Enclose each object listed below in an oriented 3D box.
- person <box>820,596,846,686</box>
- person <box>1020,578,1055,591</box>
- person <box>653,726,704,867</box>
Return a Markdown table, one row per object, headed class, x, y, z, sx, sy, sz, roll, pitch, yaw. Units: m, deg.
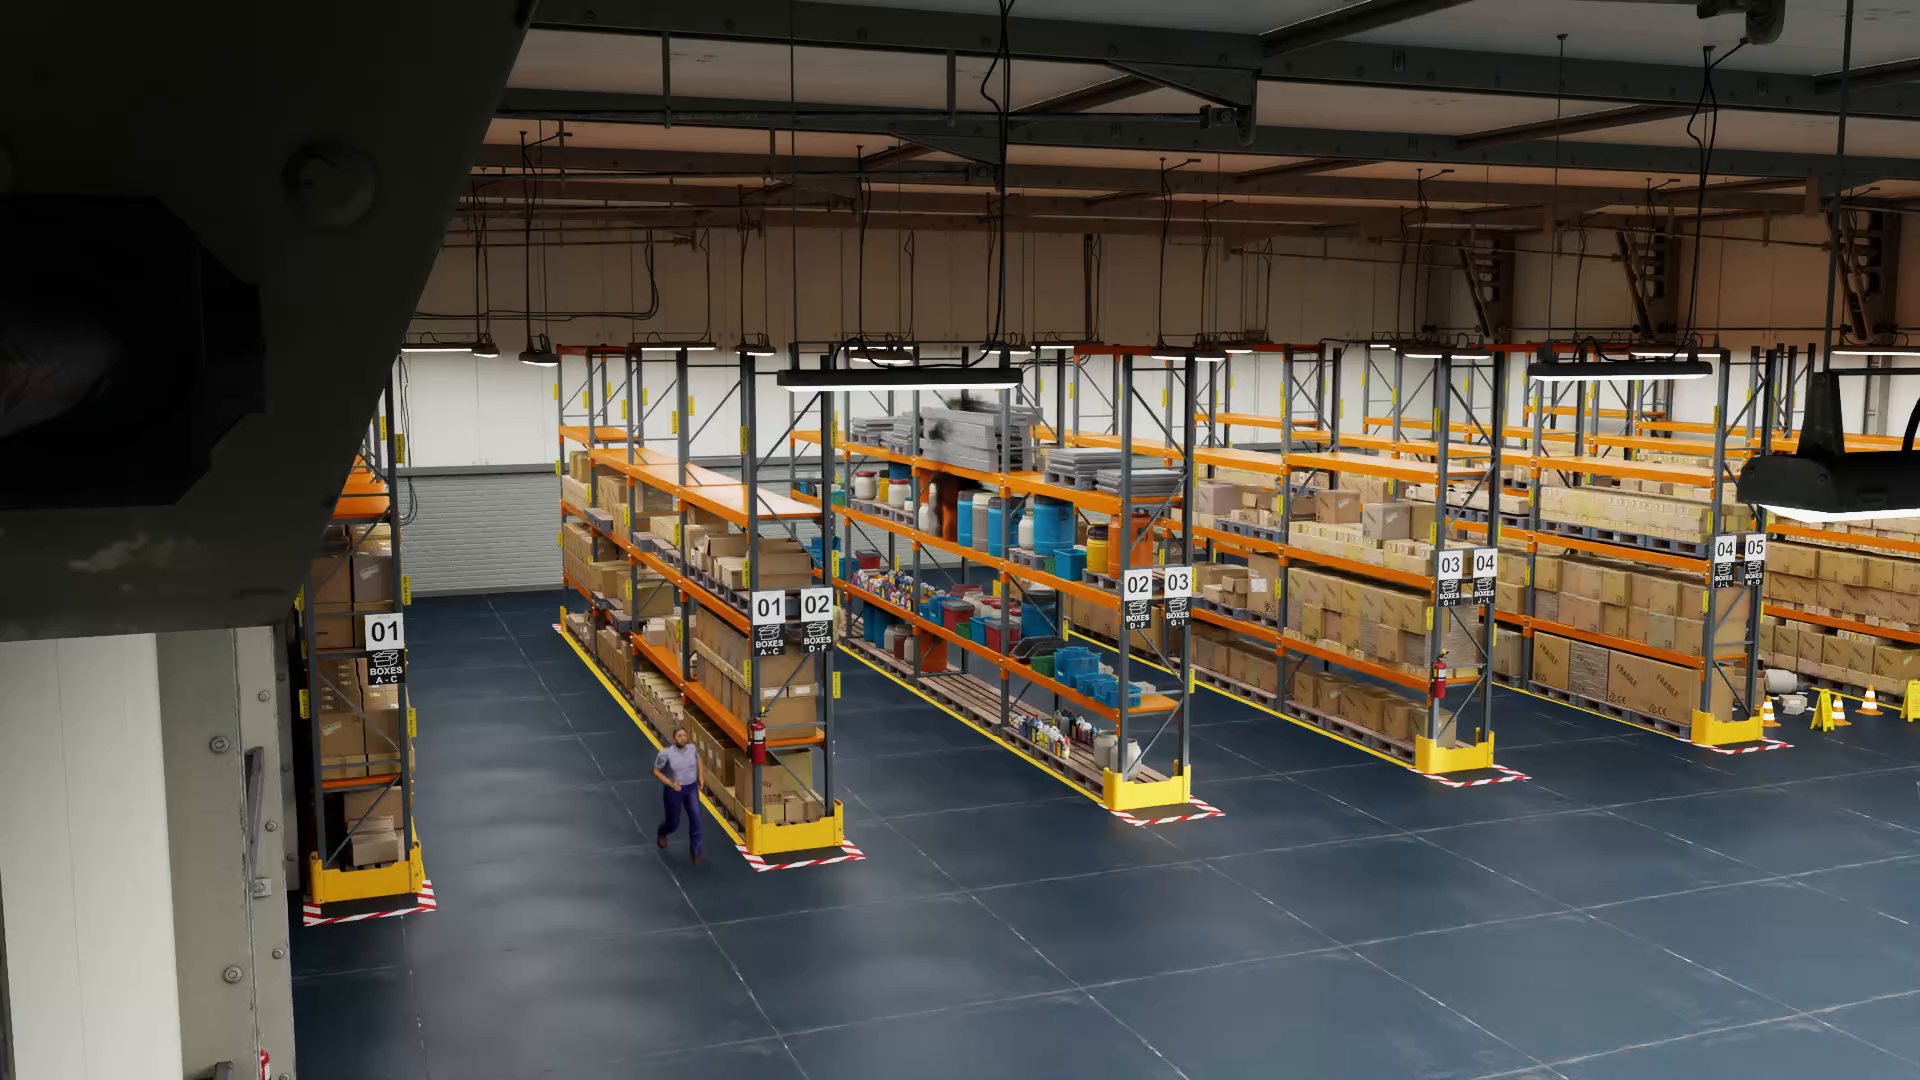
| class | x | y | z | sx | sy | sz | roll | pitch | yaw |
| --- | --- | --- | --- | --- | --- | --- | --- | --- | --- |
| person | -2.185 | 1.702 | 27.731 | 0.564 | 1.743 | 0.736 | -4 | 8 | -26 |
| person | 1.547 | 1.226 | 31.503 | 0.629 | 1.886 | 0.812 | -4 | 9 | -32 |
| person | -3.352 | 3.030 | 19.870 | 0.662 | 1.675 | 0.793 | -5 | 9 | -33 |
